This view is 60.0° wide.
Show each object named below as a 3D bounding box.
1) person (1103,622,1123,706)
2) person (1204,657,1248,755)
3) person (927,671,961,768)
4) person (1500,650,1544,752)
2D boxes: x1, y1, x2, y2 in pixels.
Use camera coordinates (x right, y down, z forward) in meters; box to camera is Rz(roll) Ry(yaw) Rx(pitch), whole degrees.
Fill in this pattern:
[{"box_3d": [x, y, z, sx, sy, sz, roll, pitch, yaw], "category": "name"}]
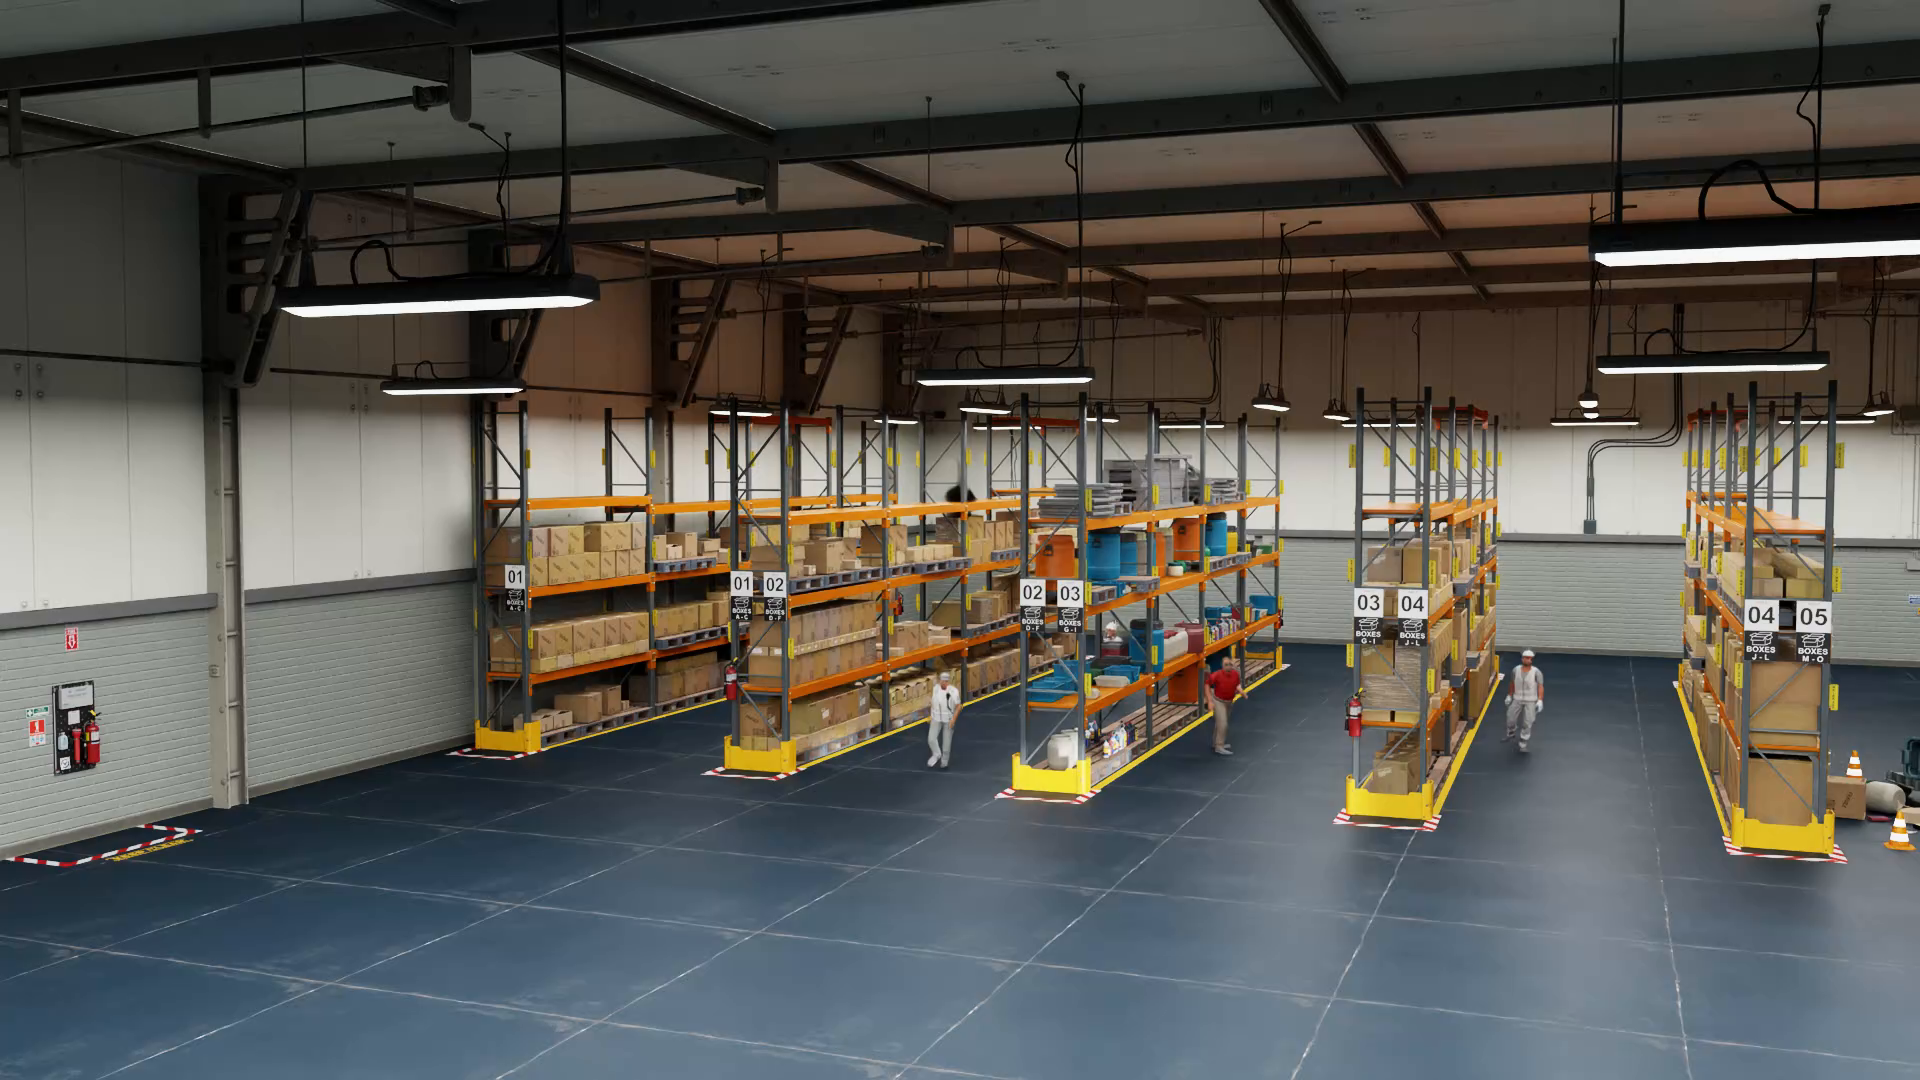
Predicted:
[{"box_3d": [3.053, 2.505, 33.475, 0.677, 1.723, 0.768, 2, 4, 38], "category": "person"}, {"box_3d": [4.527, 2.802, 28.351, 0.675, 1.664, 0.863, -2, 4, -38], "category": "person"}, {"box_3d": [-0.250, 2.896, 26.752, 0.594, 1.607, 0.696, 1, 3, 12], "category": "person"}, {"box_3d": [9.609, 2.738, 28.406, 0.764, 1.752, 0.576, 2, 3, 31], "category": "person"}]
